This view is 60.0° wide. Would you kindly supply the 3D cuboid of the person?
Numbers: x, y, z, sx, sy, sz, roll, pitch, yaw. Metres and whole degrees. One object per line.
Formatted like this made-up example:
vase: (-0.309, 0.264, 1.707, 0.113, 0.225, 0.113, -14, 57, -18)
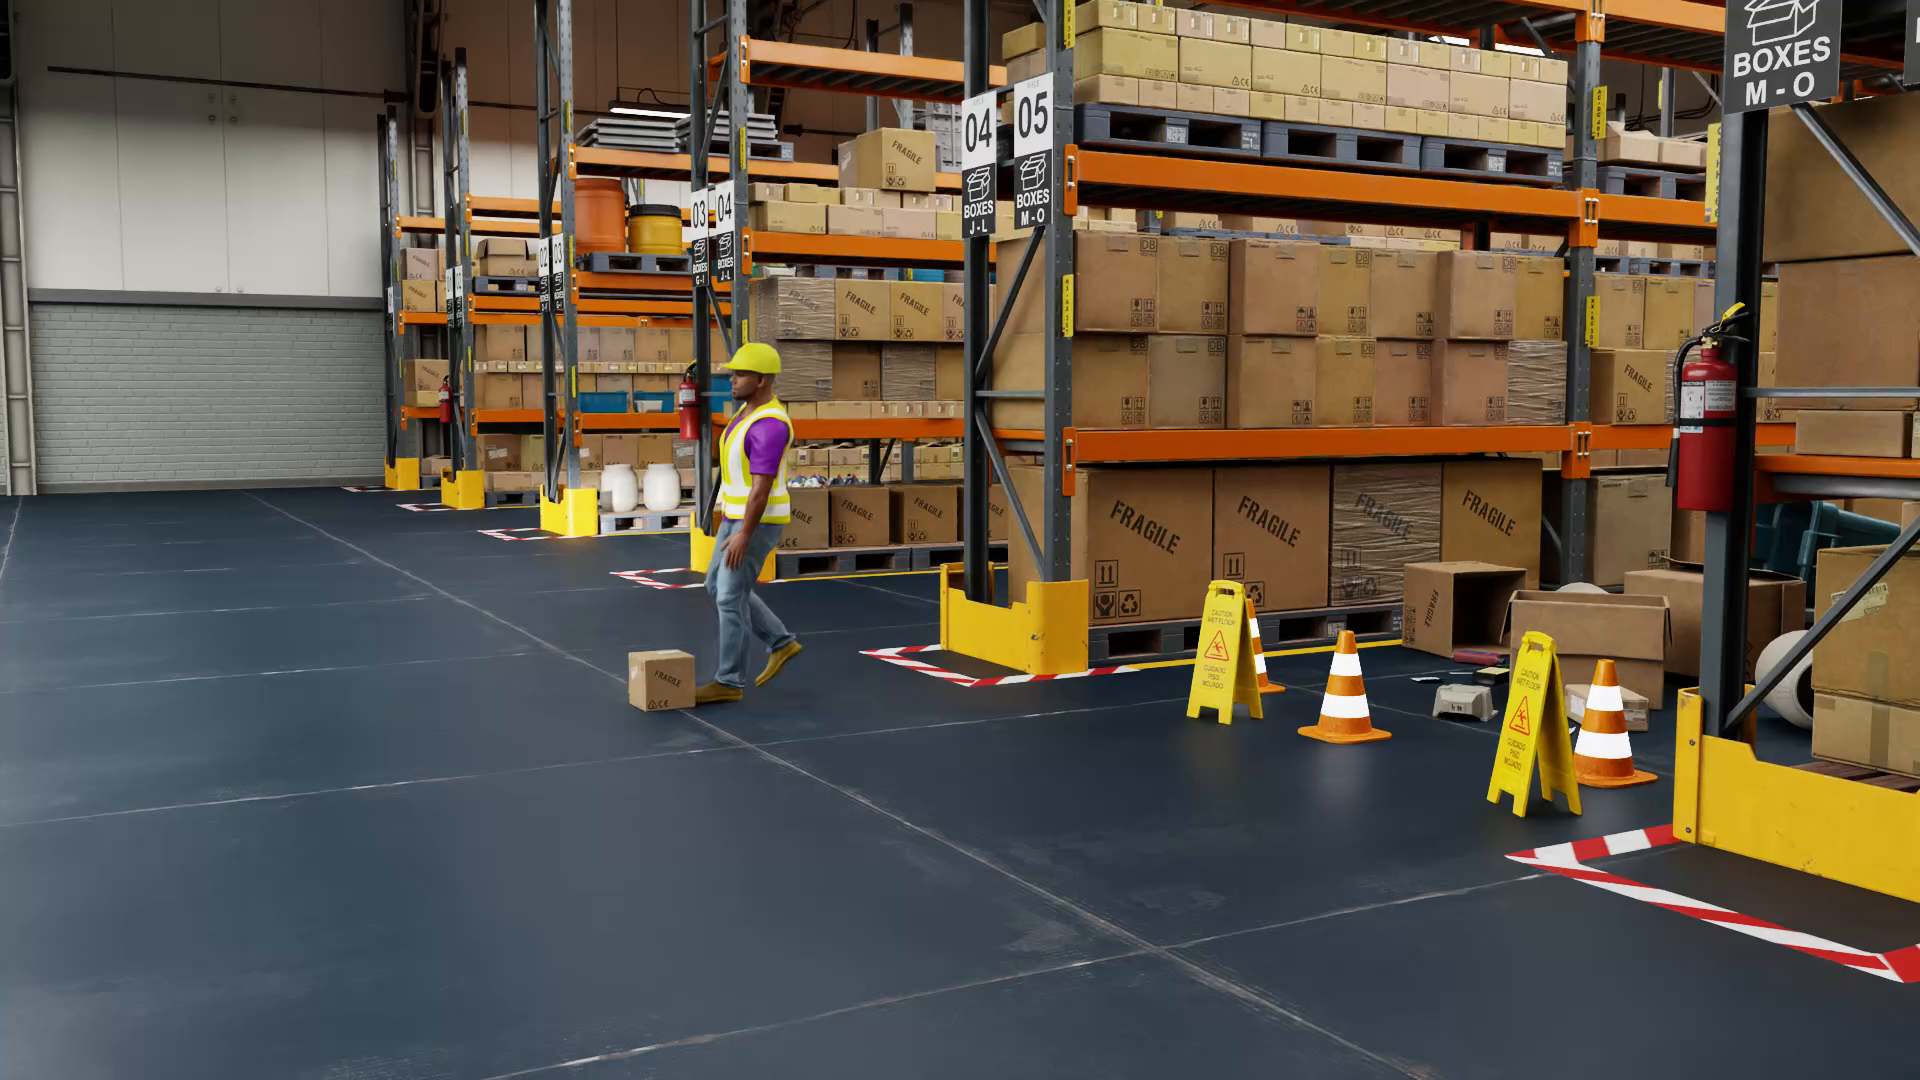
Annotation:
person: (-1.056, -0.082, 8.179, 0.674, 1.755, 0.607, -2, 5, -22)
